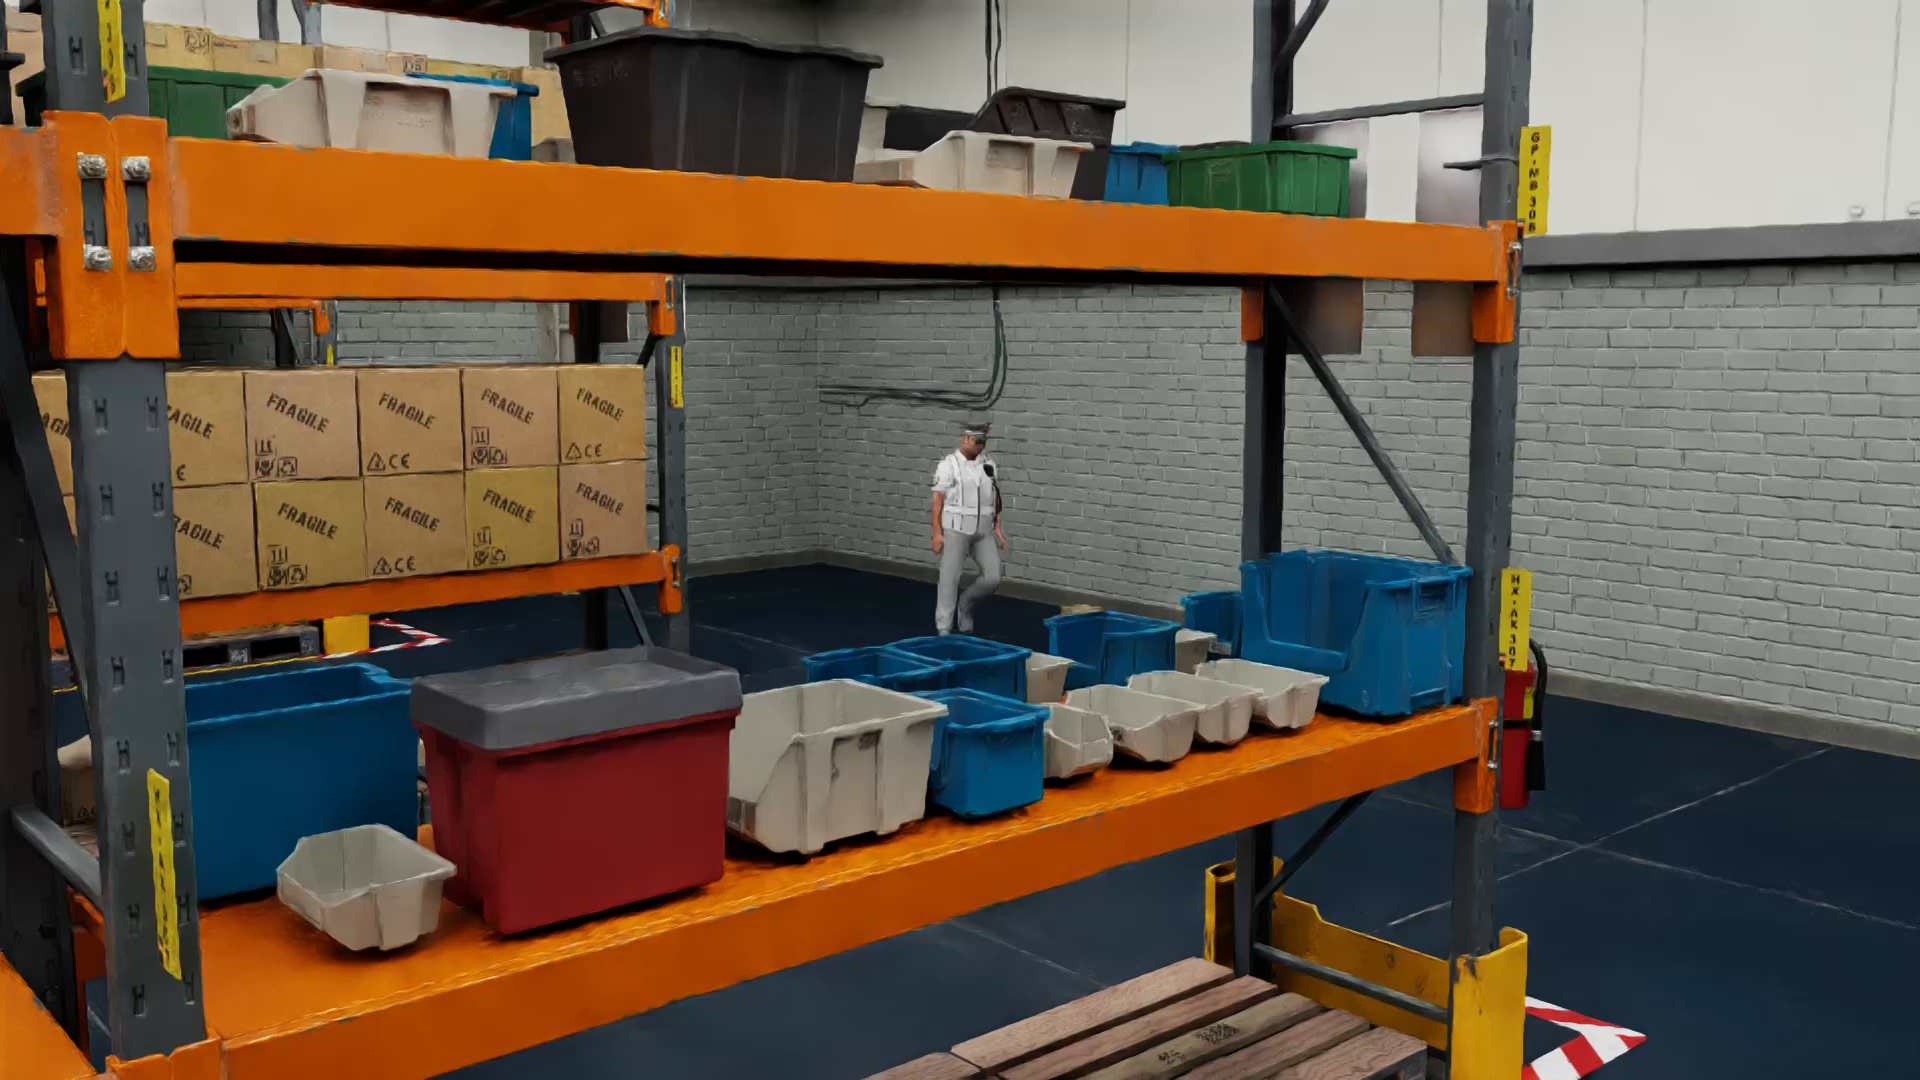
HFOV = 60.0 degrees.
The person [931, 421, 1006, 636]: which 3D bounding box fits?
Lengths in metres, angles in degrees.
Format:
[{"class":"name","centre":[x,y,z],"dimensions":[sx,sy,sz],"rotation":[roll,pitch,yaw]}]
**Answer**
[{"class":"person","centre":[0.043,-0.072,13.212],"dimensions":[0.614,1.741,0.512],"rotation":[-4,8,-26]}]
